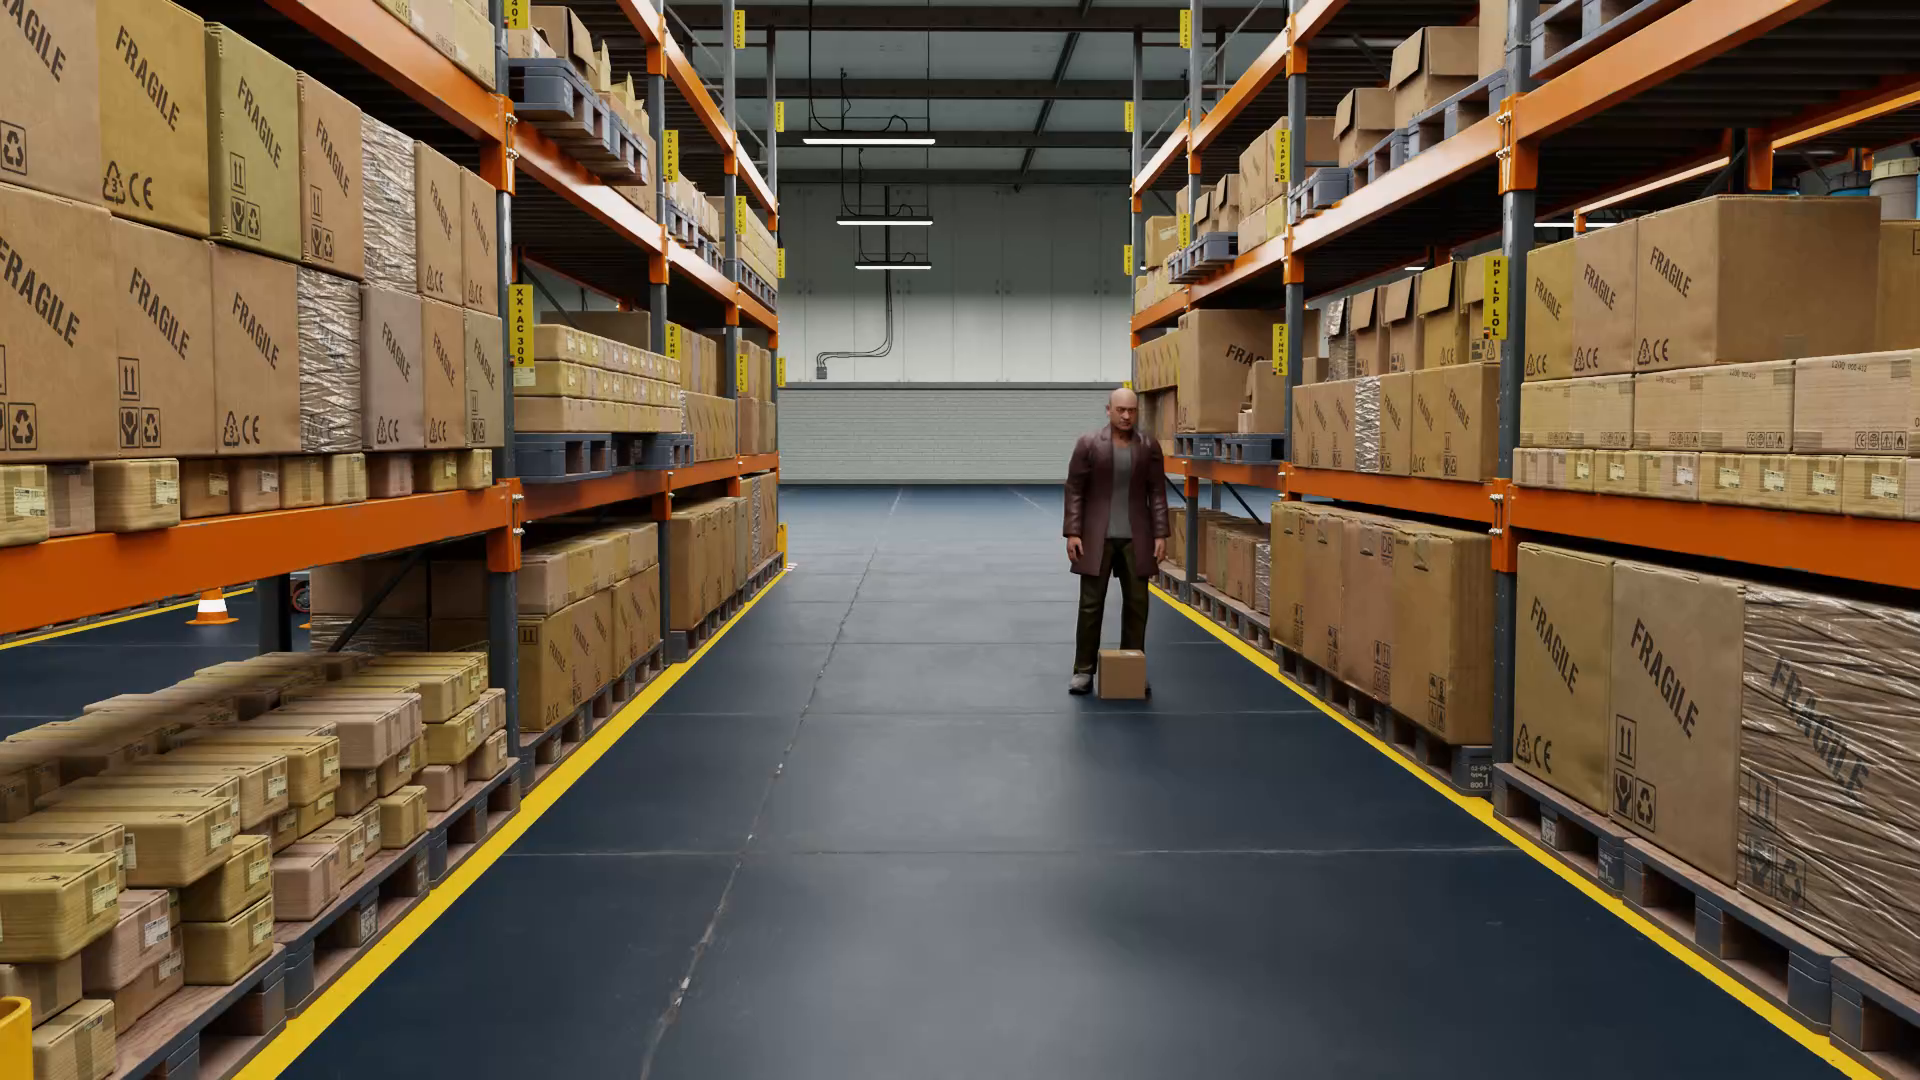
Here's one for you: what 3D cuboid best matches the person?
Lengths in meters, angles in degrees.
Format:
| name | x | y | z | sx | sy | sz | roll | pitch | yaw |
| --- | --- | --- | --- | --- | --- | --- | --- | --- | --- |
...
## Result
| name | x | y | z | sx | sy | sz | roll | pitch | yaw |
| --- | --- | --- | --- | --- | --- | --- | --- | --- | --- |
| person | 0.922 | -0.004 | 9.762 | 0.645 | 1.772 | 0.429 | 0 | 4 | -5 |
